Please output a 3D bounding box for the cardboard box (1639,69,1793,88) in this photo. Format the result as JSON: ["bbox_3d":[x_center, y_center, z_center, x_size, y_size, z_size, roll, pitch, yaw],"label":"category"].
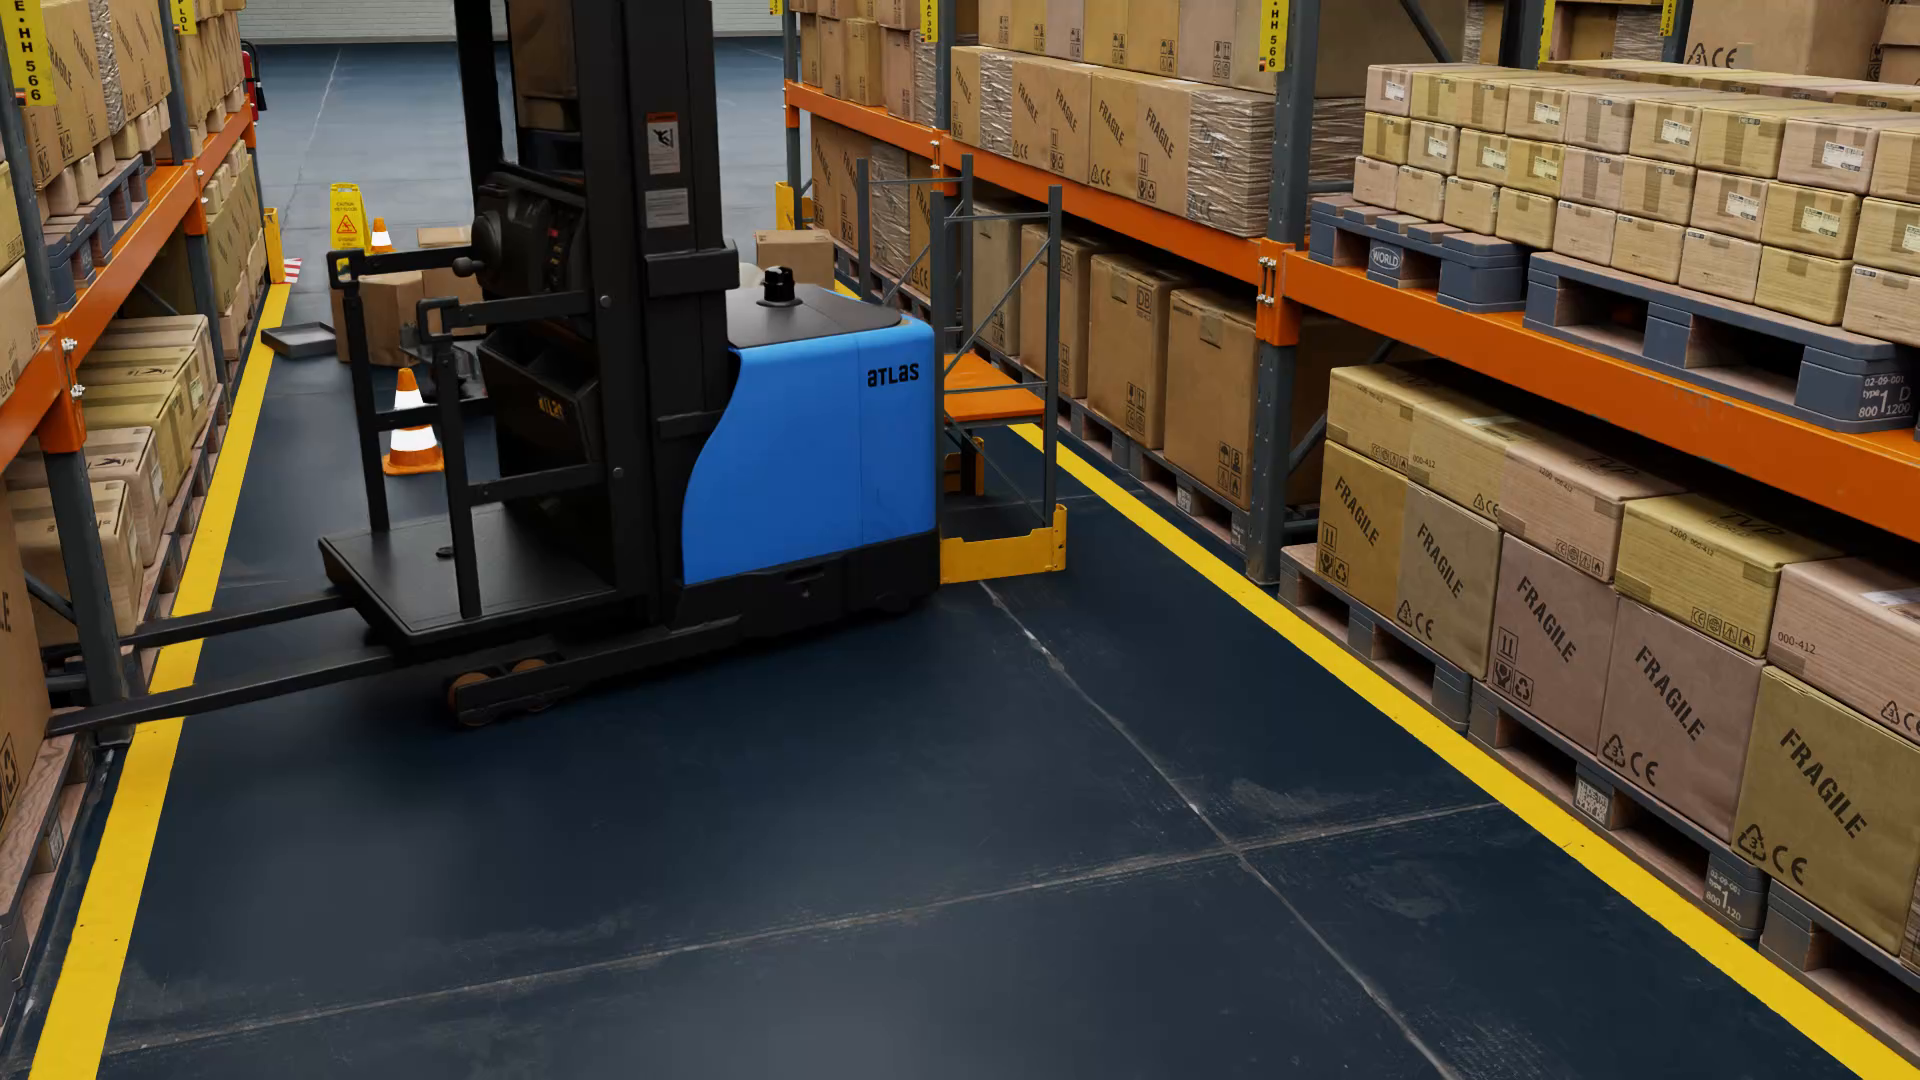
[{"bbox_3d":[2.358,-1.385,5.205,0.380,0.149,0.250,-6,21,-16],"label":"cardboard box"}]

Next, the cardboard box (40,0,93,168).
[{"bbox_3d":[-3.150,-1.461,5.337,0.500,0.500,0.500,-5,20,-14],"label":"cardboard box"}]

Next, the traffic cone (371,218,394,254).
[{"bbox_3d":[-4.212,-2.113,12.114,0.336,0.463,0.334,-6,21,-17],"label":"traffic cone"}]

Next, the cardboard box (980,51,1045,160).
[{"bbox_3d":[0.422,-2.270,8.652,0.500,0.500,0.500,-6,21,-17],"label":"cardboard box"}]

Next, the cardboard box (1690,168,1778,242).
[{"bbox_3d":[2.066,-0.842,4.135,0.380,0.149,0.250,-6,21,-15],"label":"cardboard box"}]

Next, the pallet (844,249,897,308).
[{"bbox_3d":[-0.199,-1.915,11.935,1.003,0.211,1.213,-6,21,-17],"label":"pallet"}]

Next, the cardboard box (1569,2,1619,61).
[{"bbox_3d":[4.886,-3.579,11.856,0.875,0.500,0.500,-6,21,-17],"label":"cardboard box"}]

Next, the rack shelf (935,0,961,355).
[{"bbox_3d":[8.062,-2.726,10.068,15.905,3.000,4.168,-6,21,-17],"label":"rack shelf"}]

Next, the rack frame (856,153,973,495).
[{"bbox_3d":[-0.187,-0.896,7.193,0.500,1.500,0.032,-6,21,-17],"label":"rack frame"}]

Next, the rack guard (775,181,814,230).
[{"bbox_3d":[-0.912,-2.697,13.687,1.175,0.500,0.348,-6,21,-17],"label":"rack guard"}]

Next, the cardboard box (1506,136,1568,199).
[{"bbox_3d":[1.825,-1.089,4.821,0.380,0.149,0.250,-6,21,-17],"label":"cardboard box"}]

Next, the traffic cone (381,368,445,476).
[{"bbox_3d":[-2.596,-0.581,7.850,0.336,0.463,0.334,-6,21,-17],"label":"traffic cone"}]

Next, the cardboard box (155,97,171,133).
[{"bbox_3d":[-3.891,-1.968,7.708,0.380,0.149,0.250,-6,21,-16],"label":"cardboard box"}]

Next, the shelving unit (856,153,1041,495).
[{"bbox_3d":[-0.037,-0.743,6.767,0.500,1.500,0.985,-6,21,-17],"label":"shelving unit"}]

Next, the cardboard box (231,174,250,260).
[{"bbox_3d":[-4.754,-2.005,10.398,0.500,0.500,0.500,-7,21,-18],"label":"cardboard box"}]

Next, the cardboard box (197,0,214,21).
[{"bbox_3d":[-4.387,-3.012,8.798,0.700,0.500,0.500,-6,21,-17],"label":"cardboard box"}]

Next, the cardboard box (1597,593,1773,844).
[{"bbox_3d":[2.077,0.423,4.378,0.500,0.500,0.500,-7,21,-18],"label":"cardboard box"}]

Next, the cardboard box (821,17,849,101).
[{"bbox_3d":[-0.495,-3.455,11.877,0.875,0.550,0.550,-6,21,-17],"label":"cardboard box"}]

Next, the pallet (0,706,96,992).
[{"bbox_3d":[-2.881,0.833,4.285,1.003,0.211,1.213,-6,21,-17],"label":"pallet"}]

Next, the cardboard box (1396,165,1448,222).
[{"bbox_3d":[1.643,-1.127,5.367,0.380,0.149,0.250,-5,20,-15],"label":"cardboard box"}]

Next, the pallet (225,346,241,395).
[{"bbox_3d":[-4.560,-0.924,9.175,1.003,0.211,1.213,-6,21,-17],"label":"pallet"}]

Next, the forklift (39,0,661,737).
[{"bbox_3d":[-1.566,-1.303,6.208,4.086,2.935,2.622,-13,23,-32],"label":"forklift"}]

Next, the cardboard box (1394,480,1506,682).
[{"bbox_3d":[1.751,0.095,5.291,0.500,0.500,0.500,-6,21,-17],"label":"cardboard box"}]

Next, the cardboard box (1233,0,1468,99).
[{"bbox_3d":[1.478,-1.962,6.313,0.700,0.500,0.500,-7,21,-17],"label":"cardboard box"}]

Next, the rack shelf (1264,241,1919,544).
[{"bbox_3d":[2.238,-0.318,4.430,1.077,0.370,4.000,-6,21,-17],"label":"rack shelf"}]

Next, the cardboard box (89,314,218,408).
[{"bbox_3d":[-4.148,-0.817,8.020,0.950,0.372,0.625,-6,21,-17],"label":"cardboard box"}]

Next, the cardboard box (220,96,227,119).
[{"bbox_3d":[-4.783,-2.689,10.338,0.380,0.149,0.250,-7,21,-18],"label":"cardboard box"}]

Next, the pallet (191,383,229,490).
[{"bbox_3d":[-4.069,-0.462,7.891,1.003,0.211,1.213,-6,21,-17],"label":"pallet"}]

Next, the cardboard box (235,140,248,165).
[{"bbox_3d":[-4.894,-2.529,10.899,0.380,0.149,0.250,-6,21,-16],"label":"cardboard box"}]

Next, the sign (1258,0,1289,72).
[{"bbox_3d":[1.084,-1.784,5.732,0.100,0.325,0.005,-6,21,-17],"label":"sign"}]

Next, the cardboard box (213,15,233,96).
[{"bbox_3d":[-4.833,-3.028,10.321,0.500,0.500,0.500,-6,21,-17],"label":"cardboard box"}]

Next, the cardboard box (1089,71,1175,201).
[{"bbox_3d":[0.901,-1.783,7.294,0.500,0.500,0.500,-7,21,-18],"label":"cardboard box"}]

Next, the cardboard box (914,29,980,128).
[{"bbox_3d":[0.225,-2.770,9.970,0.875,0.550,0.550,-6,21,-17],"label":"cardboard box"}]

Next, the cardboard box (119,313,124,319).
[{"bbox_3d":[-4.756,-1.089,8.957,0.500,0.250,0.500,-5,20,-15],"label":"cardboard box"}]

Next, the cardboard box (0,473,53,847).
[{"bbox_3d":[-2.919,0.292,4.187,0.875,0.875,0.875,-7,21,-18],"label":"cardboard box"}]

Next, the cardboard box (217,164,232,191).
[{"bbox_3d":[-4.477,-2.101,9.707,0.380,0.149,0.250,-5,20,-14],"label":"cardboard box"}]

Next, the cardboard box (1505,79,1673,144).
[{"bbox_3d":[1.814,-1.239,4.799,0.380,0.149,0.250,-7,21,-19],"label":"cardboard box"}]

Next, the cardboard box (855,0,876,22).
[{"bbox_3d":[-0.227,-3.805,11.252,0.875,0.550,0.500,-6,21,-17],"label":"cardboard box"}]

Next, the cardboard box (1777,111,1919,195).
[{"bbox_3d":[2.147,-0.901,3.858,0.380,0.149,0.250,-7,21,-20],"label":"cardboard box"}]

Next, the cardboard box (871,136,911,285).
[{"bbox_3d":[-0.066,-2.278,11.344,0.875,0.875,0.875,-6,21,-17],"label":"cardboard box"}]

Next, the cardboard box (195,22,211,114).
[{"bbox_3d":[-4.368,-2.541,8.964,0.500,0.500,0.500,-6,21,-17],"label":"cardboard box"}]

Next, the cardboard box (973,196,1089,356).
[{"bbox_3d":[0.633,-1.532,9.450,1.050,0.750,0.750,-6,21,-17],"label":"cardboard box"}]

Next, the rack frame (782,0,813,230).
[{"bbox_3d":[-0.905,-3.866,13.243,1.000,3.000,0.127,-6,21,-17],"label":"rack frame"}]

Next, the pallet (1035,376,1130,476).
[{"bbox_3d":[1.054,-0.638,8.381,1.003,0.211,1.213,-6,21,-17],"label":"pallet"}]
